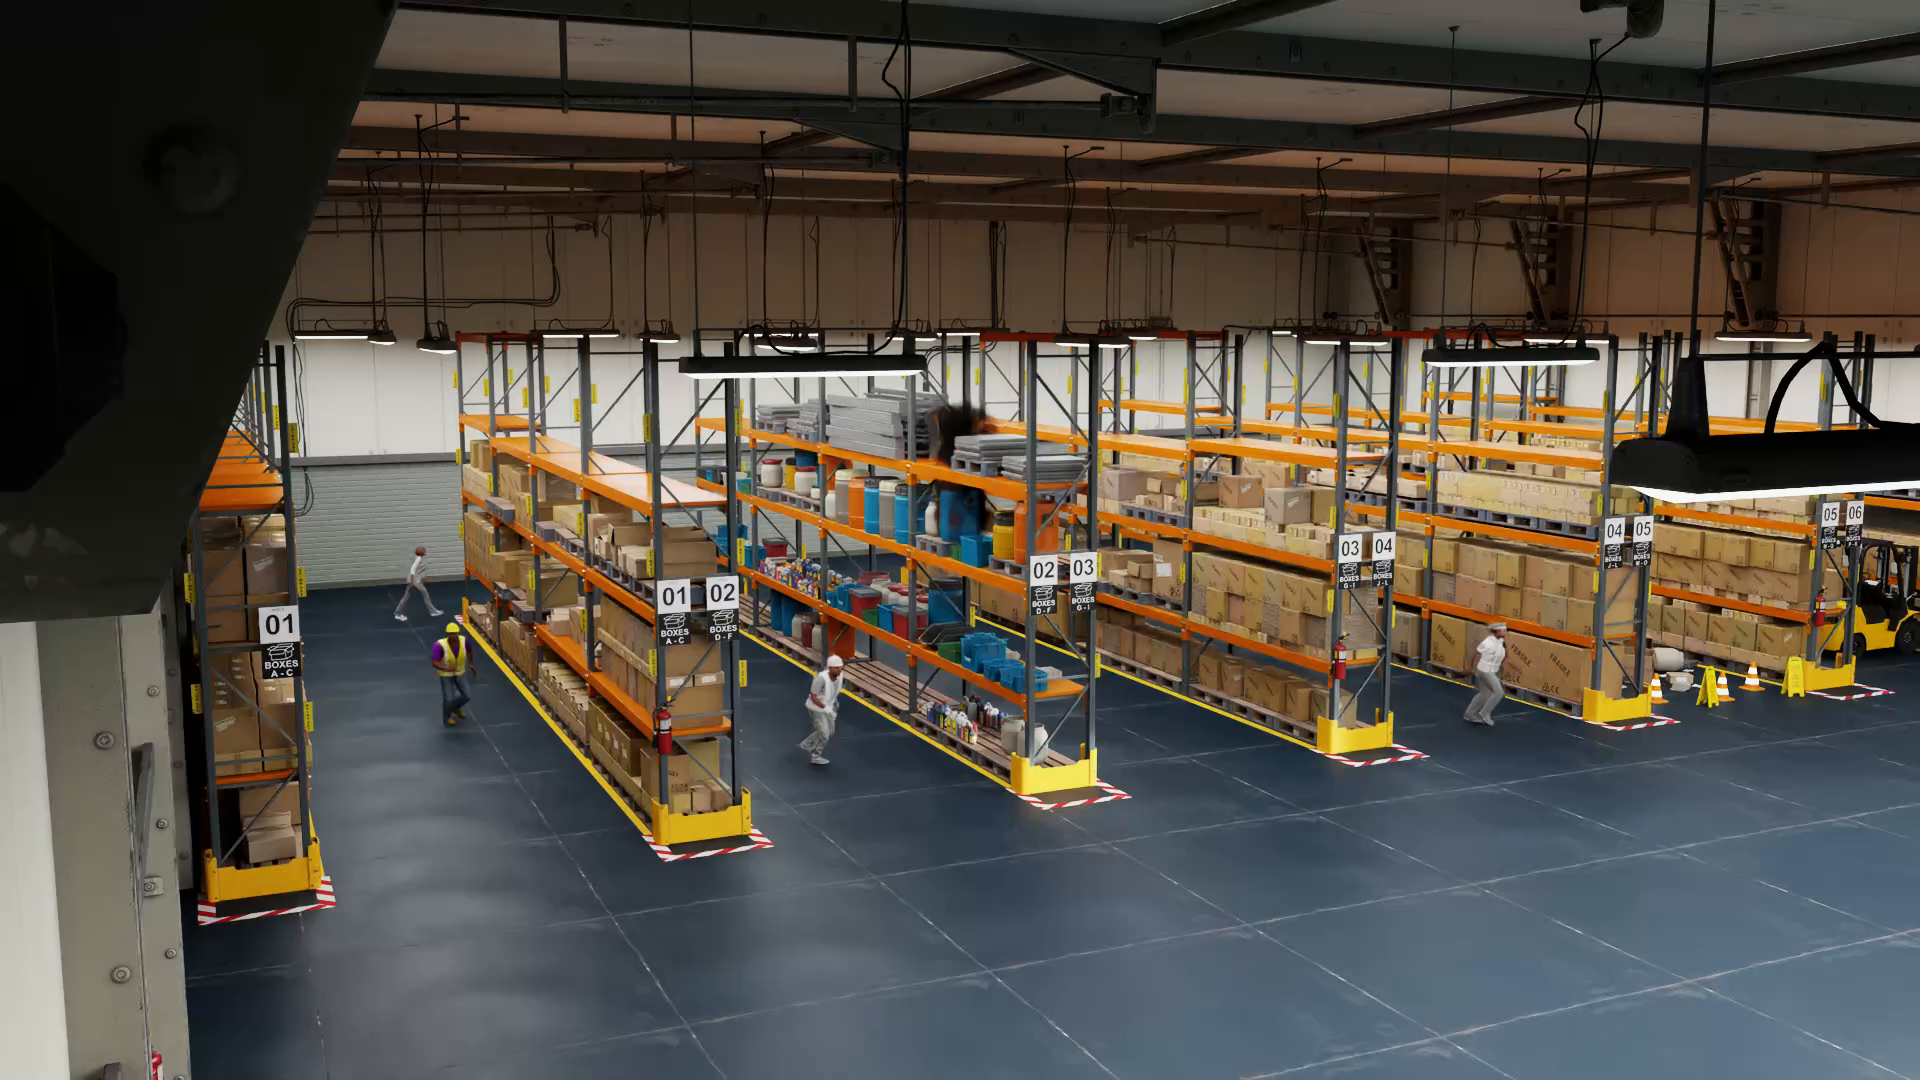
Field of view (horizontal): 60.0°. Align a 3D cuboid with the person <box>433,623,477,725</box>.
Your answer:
[{"bbox_3d":[-7.775,2.071,25.620,0.725,1.654,0.820,-6,10,-37],"label":"person"}]

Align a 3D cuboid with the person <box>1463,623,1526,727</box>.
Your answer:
[{"bbox_3d":[8.282,2.064,25.738,0.884,1.603,0.549,5,9,34],"label":"person"}]

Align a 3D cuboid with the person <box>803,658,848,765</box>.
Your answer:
[{"bbox_3d":[-1.907,2.391,23.395,0.914,1.592,0.662,5,9,31],"label":"person"}]

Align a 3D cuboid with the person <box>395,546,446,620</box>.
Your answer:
[{"bbox_3d":[-11.288,0.879,34.697,1.074,1.477,0.477,-5,9,-34],"label":"person"}]
